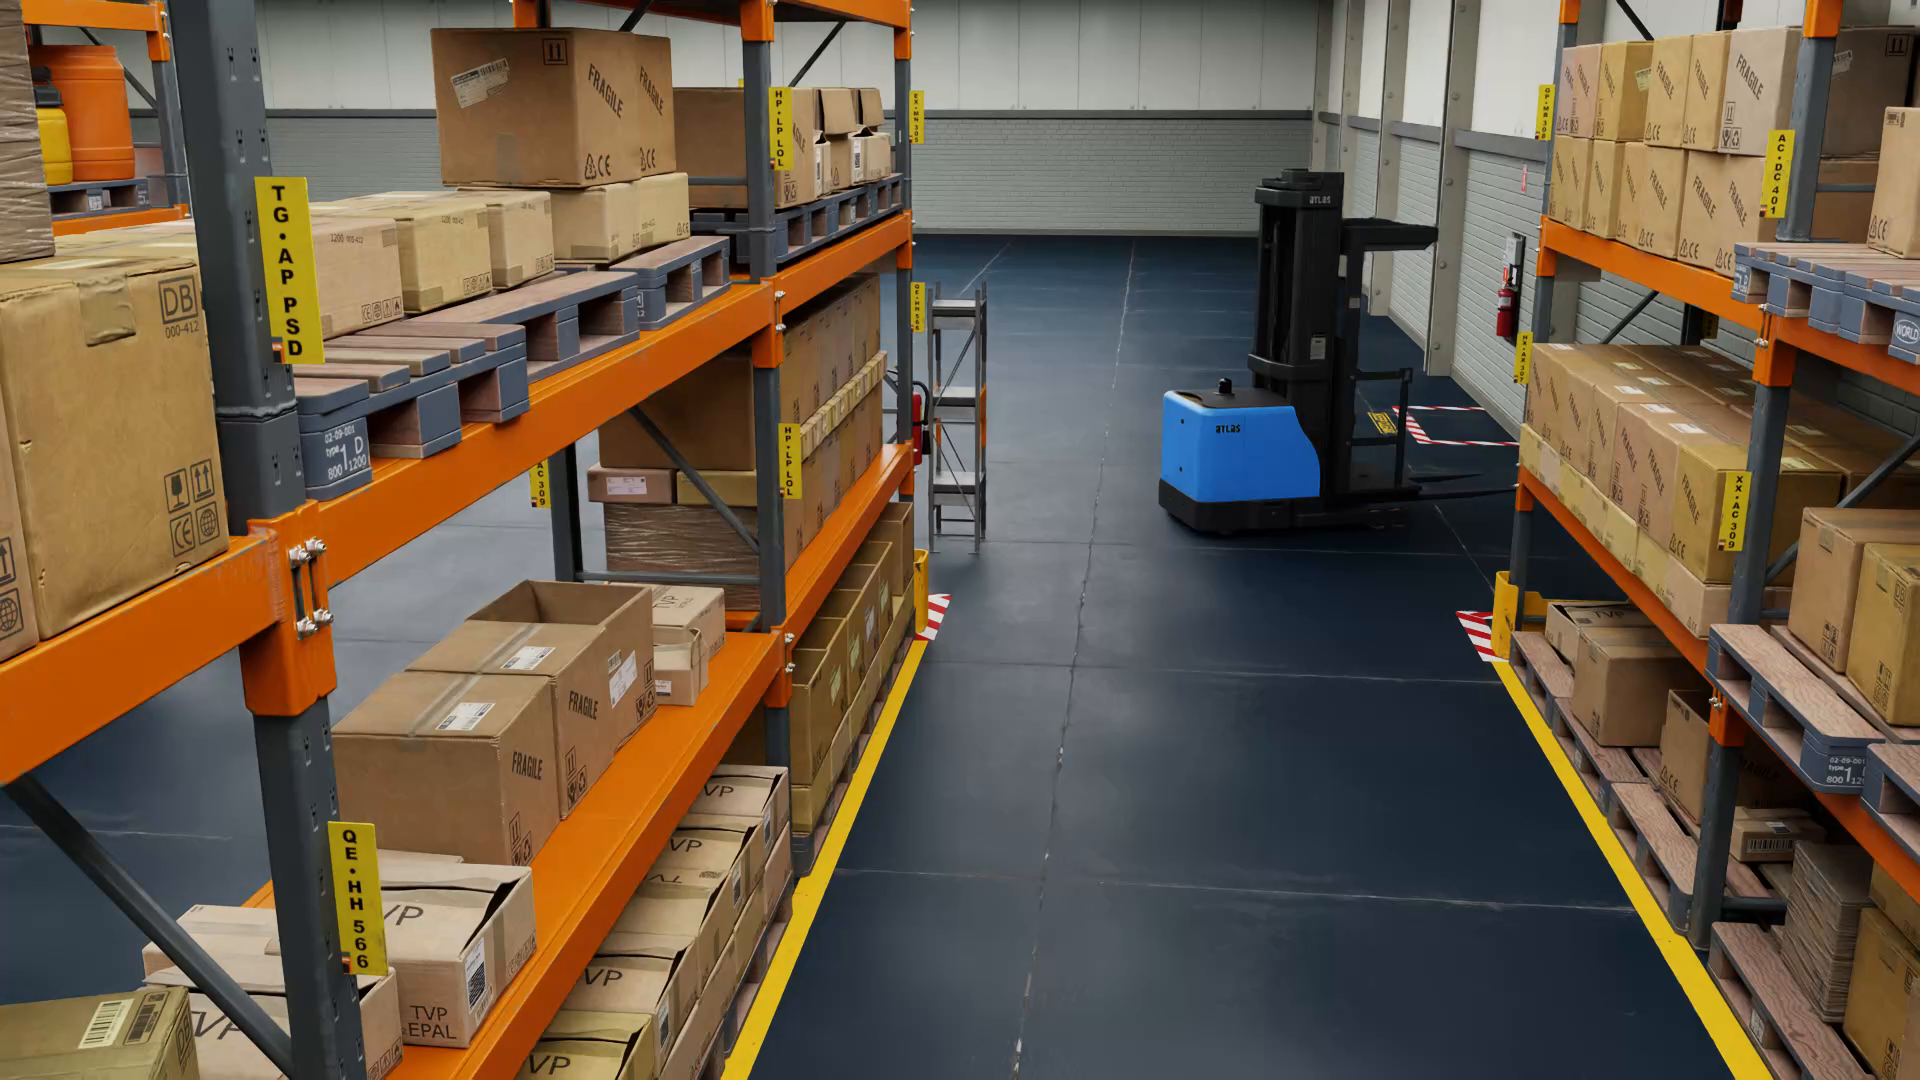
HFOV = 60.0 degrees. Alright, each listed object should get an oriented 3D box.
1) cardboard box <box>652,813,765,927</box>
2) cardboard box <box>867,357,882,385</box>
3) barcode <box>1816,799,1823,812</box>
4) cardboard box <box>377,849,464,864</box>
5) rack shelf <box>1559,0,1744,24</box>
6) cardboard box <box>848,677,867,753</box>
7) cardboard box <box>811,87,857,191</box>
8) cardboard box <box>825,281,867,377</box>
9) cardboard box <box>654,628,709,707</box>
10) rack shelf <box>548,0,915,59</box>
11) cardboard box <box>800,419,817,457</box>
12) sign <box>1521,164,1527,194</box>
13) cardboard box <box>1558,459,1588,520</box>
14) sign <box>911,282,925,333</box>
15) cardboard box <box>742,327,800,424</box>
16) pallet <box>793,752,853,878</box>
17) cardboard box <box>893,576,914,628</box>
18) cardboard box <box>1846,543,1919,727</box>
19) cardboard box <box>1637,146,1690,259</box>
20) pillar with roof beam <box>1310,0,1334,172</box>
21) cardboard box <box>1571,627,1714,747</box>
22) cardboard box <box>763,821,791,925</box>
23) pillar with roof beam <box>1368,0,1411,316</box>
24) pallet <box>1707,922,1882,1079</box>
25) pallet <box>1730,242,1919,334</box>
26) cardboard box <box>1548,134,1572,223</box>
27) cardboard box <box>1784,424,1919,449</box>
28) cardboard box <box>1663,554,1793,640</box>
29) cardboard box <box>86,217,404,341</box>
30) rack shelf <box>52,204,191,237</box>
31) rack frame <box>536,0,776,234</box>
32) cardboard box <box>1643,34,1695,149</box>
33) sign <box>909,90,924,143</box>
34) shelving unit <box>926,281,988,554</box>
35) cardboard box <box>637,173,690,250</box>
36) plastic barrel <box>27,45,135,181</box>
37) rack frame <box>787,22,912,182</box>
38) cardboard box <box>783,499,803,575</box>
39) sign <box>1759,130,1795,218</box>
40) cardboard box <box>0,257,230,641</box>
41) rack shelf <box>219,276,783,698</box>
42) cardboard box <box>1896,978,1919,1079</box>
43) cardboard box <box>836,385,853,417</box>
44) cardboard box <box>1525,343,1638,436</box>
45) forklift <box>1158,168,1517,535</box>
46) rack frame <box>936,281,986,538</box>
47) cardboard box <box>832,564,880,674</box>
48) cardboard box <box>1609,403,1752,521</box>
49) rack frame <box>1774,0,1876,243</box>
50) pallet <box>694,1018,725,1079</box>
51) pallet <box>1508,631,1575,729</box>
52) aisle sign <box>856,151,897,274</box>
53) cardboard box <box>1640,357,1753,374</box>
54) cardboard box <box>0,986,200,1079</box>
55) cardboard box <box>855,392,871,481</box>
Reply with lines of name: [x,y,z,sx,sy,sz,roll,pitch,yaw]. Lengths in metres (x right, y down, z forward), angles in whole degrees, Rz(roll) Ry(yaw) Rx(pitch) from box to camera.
cardboard box: [-1.081,1.275,6.588,0.500,0.311,0.500,2,15,8]
cardboard box: [-0.698,-1.054,10.377,0.380,0.149,0.250,2,15,8]
barcode: [4.049,1.235,7.829,0.001,0.075,0.075,2,15,6]
cardboard box: [-1.631,0.999,4.702,0.380,0.149,0.250,3,15,10]
rack shelf: [3.881,-2.748,7.971,1.077,0.370,4.000,2,15,6]
cardboard box: [-0.791,0.927,8.951,0.500,0.250,0.500,2,15,6]
cardboard box: [-0.956,-2.019,8.365,0.797,0.503,0.637,3,16,12]
cardboard box: [-0.941,-1.268,9.929,0.700,0.500,0.500,1,15,5]
cardboard box: [-1.184,0.471,6.431,0.396,0.266,0.258,1,15,5]
rack shelf: [-1.042,-2.702,8.558,1.077,0.370,4.000,2,15,6]
cardboard box: [-0.930,-0.518,8.396,0.380,0.149,0.250,1,15,4]
sign: [5.981,-3.827,17.627,0.001,0.298,0.199,2,15,6]
cardboard box: [3.628,-0.273,9.173,0.500,0.250,0.500,1,15,5]
sign: [-0.278,-1.518,10.859,0.100,0.325,0.005,2,15,6]
cardboard box: [-1.168,-0.748,8.006,0.700,0.500,0.500,2,15,6]
pallet: [-1.136,1.314,8.399,1.003,0.211,1.213,2,15,6]
cardboard box: [-0.583,0.408,10.871,0.500,0.250,0.500,2,15,6]
cardboard box: [3.494,0.333,5.651,0.700,0.500,0.500,3,15,12]
cardboard box: [3.561,-1.602,7.864,0.500,0.500,0.500,1,15,4]
pillar with roof beam: [3.995,-11.316,38.273,9.100,9.000,0.400,2,15,6]
cardboard box: [3.742,0.788,8.948,0.700,0.500,0.500,1,15,3]
cardboard box: [-1.026,1.413,7.152,0.500,0.250,0.500,2,15,6]
pillar with roof beam: [2.641,-8.204,26.763,9.100,9.000,0.400,2,15,6]
pallet: [3.569,1.866,6.358,1.003,0.211,1.213,2,15,6]
pallet: [3.480,-0.883,5.793,1.213,0.211,1.003,2,15,6]
cardboard box: [3.820,-2.146,9.877,0.500,0.500,0.500,2,15,8]
cardboard box: [3.978,-0.231,7.584,0.500,0.500,0.500,2,15,6]
cardboard box: [3.407,0.249,7.245,0.500,0.250,0.500,2,15,6]
cardboard box: [-1.682,-0.624,3.960,0.500,0.250,0.500,2,15,8]
rack shelf: [-5.963,-1.594,9.441,1.077,0.370,4.000,2,15,6]
rack frame: [-1.267,-2.723,6.494,1.000,3.000,0.127,2,15,6]
cardboard box: [3.542,-2.087,7.742,0.500,0.500,0.500,1,15,4]
sign: [-0.278,-2.682,10.544,0.100,0.325,0.005,2,15,6]
shelving unit: [-0.019,-0.971,13.229,0.431,2.100,0.503,2,15,6]
cardboard box: [-1.346,-1.246,6.260,0.500,0.250,0.500,3,15,12]
plastic barrel: [-5.666,-2.740,10.674,0.600,0.830,0.708,2,15,6]
rack frame: [-0.816,-3.761,10.331,1.000,3.000,0.127,2,15,6]
cardboard box: [-1.171,-0.128,8.197,0.700,0.500,0.500,2,15,6]
sign: [3.115,-1.394,6.334,0.100,0.325,0.005,2,15,6]
cardboard box: [-1.735,-0.172,2.614,0.910,0.500,0.500,2,15,6]
rack shelf: [-1.493,-0.409,5.061,1.077,0.370,4.000,2,15,6]
cardboard box: [3.482,1.770,5.316,0.700,0.500,0.500,2,15,7]
cardboard box: [-0.815,-0.786,9.387,0.380,0.149,0.250,2,15,8]
cardboard box: [3.754,-0.904,10.071,0.500,0.500,0.500,2,15,6]
forklift: [3.309,-1.634,14.091,3.031,2.935,1.130,-3,16,-13]
rack frame: [0.009,-1.034,13.463,0.400,2.100,0.015,2,15,6]
cardboard box: [-0.737,0.435,9.333,0.500,0.500,0.500,2,15,6]
cardboard box: [3.519,-0.373,8.108,0.500,0.500,0.500,1,15,5]
rack frame: [3.655,-2.578,5.958,1.000,3.000,0.127,2,15,6]
pallet: [-1.447,2.028,5.757,1.003,0.211,1.213,2,15,6]
pallet: [3.971,0.856,10.093,1.003,0.211,1.213,2,15,6]
aisle sign: [-0.517,-2.128,10.805,0.394,0.787,0.004,2,15,6]
cardboard box: [4.198,-0.760,9.540,0.500,0.500,0.500,2,15,7]
cardboard box: [-1.678,1.126,2.756,0.700,0.500,0.500,-3,16,-13]
cardboard box: [-0.936,-0.656,10.150,0.700,0.500,0.500,2,15,8]
